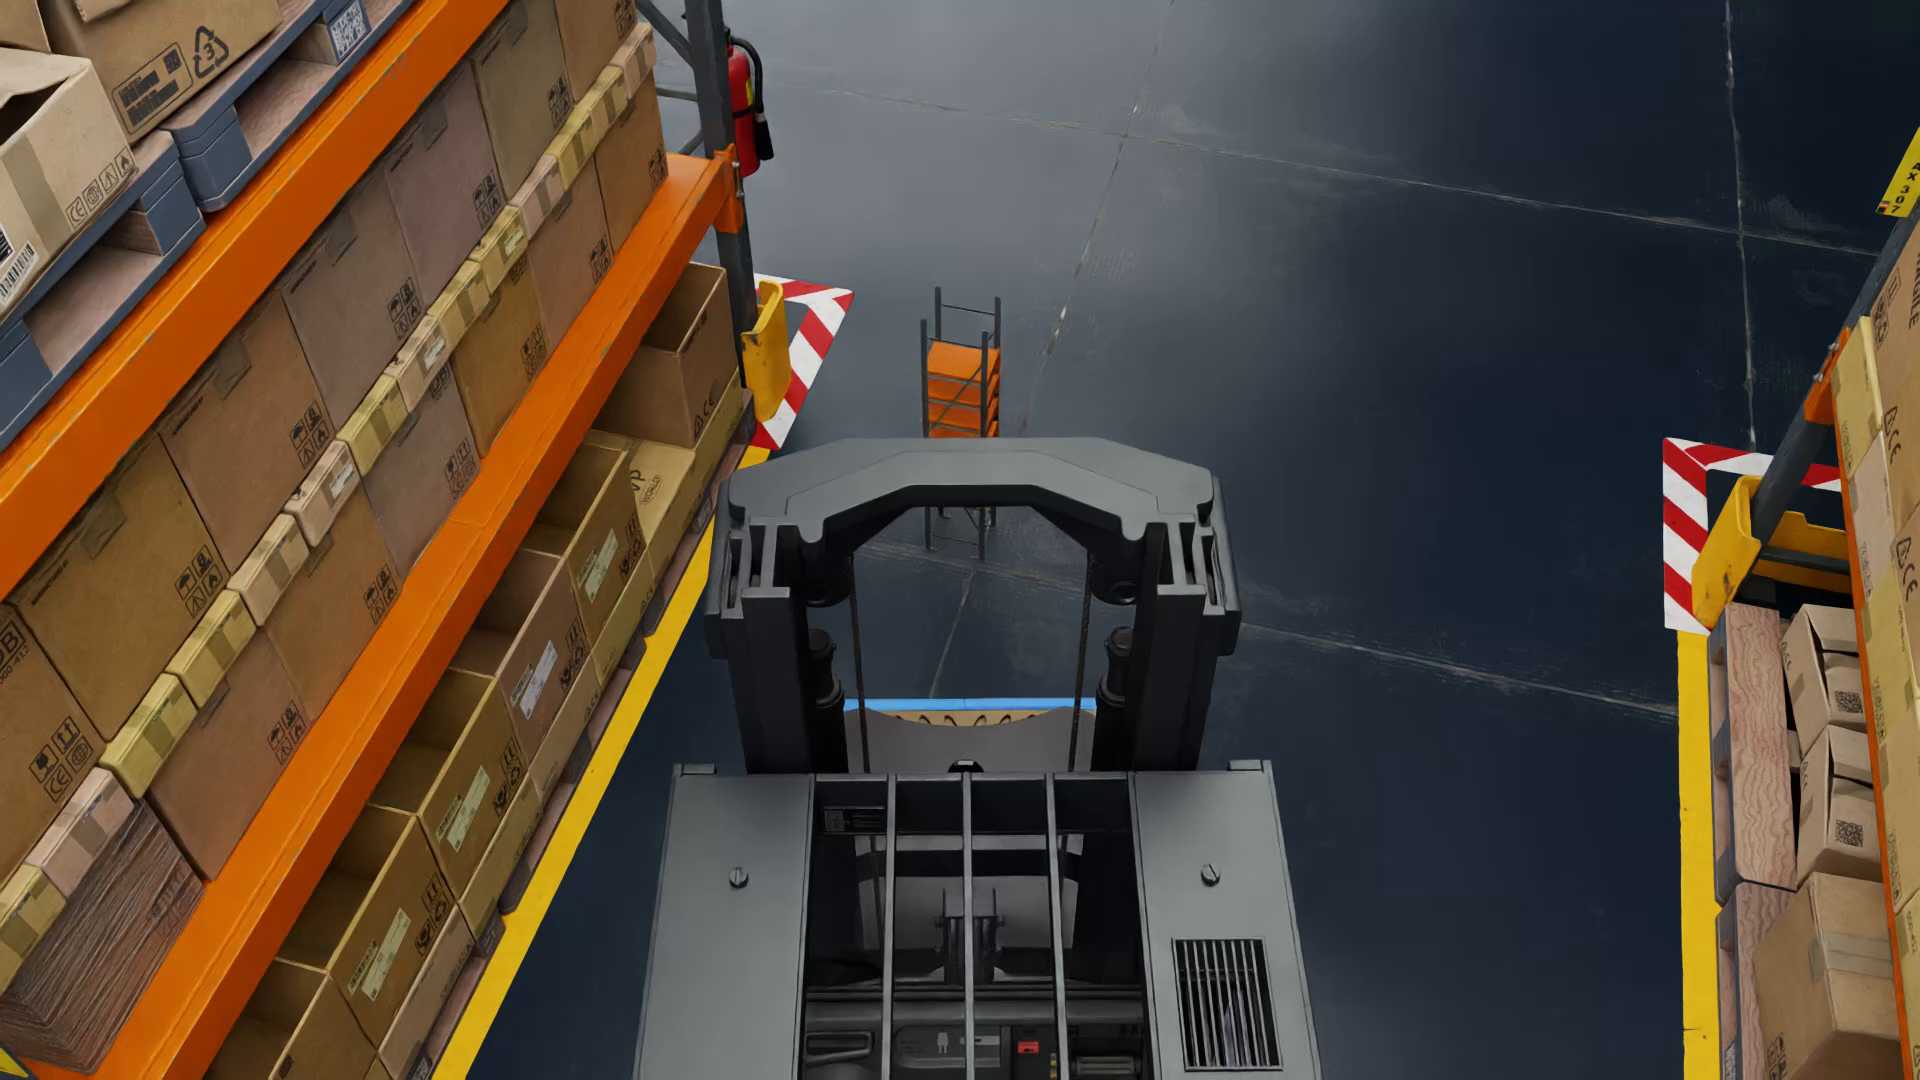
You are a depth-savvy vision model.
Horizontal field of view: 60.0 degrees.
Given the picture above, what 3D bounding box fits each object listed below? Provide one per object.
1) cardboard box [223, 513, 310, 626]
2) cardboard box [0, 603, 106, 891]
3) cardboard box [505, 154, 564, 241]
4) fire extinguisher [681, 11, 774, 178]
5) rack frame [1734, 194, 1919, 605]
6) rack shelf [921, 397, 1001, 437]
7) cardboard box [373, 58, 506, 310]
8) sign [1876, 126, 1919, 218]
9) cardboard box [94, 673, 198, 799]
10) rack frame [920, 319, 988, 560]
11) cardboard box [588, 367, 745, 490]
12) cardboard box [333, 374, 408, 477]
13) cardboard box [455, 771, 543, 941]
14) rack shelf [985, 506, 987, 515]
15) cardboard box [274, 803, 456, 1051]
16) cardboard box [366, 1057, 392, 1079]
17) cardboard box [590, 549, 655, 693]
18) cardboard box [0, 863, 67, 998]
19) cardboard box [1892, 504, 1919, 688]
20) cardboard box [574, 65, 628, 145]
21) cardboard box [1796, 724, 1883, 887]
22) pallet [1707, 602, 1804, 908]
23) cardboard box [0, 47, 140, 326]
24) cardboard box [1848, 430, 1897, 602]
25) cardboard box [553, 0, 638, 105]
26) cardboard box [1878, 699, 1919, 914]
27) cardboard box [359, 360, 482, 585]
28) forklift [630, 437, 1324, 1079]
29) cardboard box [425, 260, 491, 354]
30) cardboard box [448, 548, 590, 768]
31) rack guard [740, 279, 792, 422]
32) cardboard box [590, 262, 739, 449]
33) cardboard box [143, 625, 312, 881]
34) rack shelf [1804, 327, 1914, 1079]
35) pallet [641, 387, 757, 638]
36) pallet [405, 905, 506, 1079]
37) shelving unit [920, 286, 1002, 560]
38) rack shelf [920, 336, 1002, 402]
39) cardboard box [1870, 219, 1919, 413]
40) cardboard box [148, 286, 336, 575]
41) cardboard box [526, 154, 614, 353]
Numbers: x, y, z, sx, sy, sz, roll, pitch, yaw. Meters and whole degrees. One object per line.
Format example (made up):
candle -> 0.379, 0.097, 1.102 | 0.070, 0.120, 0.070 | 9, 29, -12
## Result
cardboard box -> -1.864, 0.044, 4.130 | 0.380, 0.149, 0.250 | 10, 49, 9
cardboard box -> -2.279, 0.402, 3.381 | 0.700, 0.500, 0.500 | 12, 50, 10
cardboard box -> -1.457, -1.084, 5.126 | 0.380, 0.149, 0.250 | 12, 50, 11
fire extinguisher -> -0.858, -1.675, 6.198 | 0.296, 0.674, 0.183 | 12, 50, 10
rack frame -> 3.443, -0.732, 5.314 | 1.000, 3.000, 0.127 | 12, 50, 10
rack shelf -> 0.004, -0.458, 6.172 | 0.258, 0.103, 0.180 | 12, 50, 10
cardboard box -> -1.751, -1.049, 4.662 | 0.700, 0.500, 0.500 | 12, 50, 10
sign -> 2.920, -1.125, 5.084 | 0.100, 0.325, 0.005 | 12, 50, 10
cardboard box -> -2.000, 0.414, 3.803 | 0.380, 0.149, 0.250 | 10, 49, 9
rack frame -> -0.020, -0.341, 6.170 | 0.240, 1.200, 0.006 | 12, 50, 10
cardboard box -> -1.193, -0.489, 6.654 | 0.500, 0.250, 0.500 | 12, 50, 10
cardboard box -> -1.728, -0.338, 4.467 | 0.380, 0.149, 0.250 | 11, 50, 10
cardboard box -> -1.702, 0.961, 5.374 | 0.500, 0.250, 0.500 | 12, 50, 10
rack shelf -> 0.004, -0.219, 6.441 | 0.258, 0.103, 0.180 | 12, 50, 10
cardboard box -> -1.842, 1.073, 4.775 | 0.500, 0.500, 0.500 | 12, 50, 10
cardboard box -> -1.975, 1.682, 4.737 | 0.500, 0.250, 0.500 | 12, 50, 10
cardboard box -> -1.443, 0.237, 6.013 | 0.500, 0.250, 0.500 | 12, 50, 10
cardboard box -> -2.132, 0.783, 3.478 | 0.380, 0.149, 0.250 | 11, 50, 10
cardboard box -> 2.746, 0.077, 4.187 | 0.500, 0.500, 0.500 | 10, 49, 9
cardboard box -> -1.321, -1.451, 5.449 | 0.380, 0.149, 0.250 | 13, 50, 11
cardboard box -> 3.024, 0.908, 5.367 | 0.500, 0.311, 0.500 | 15, 50, 13
pallet -> 3.175, 0.827, 5.798 | 1.003, 0.211, 1.213 | 12, 50, 10
cardboard box -> -1.861, -0.664, 2.940 | 0.500, 0.311, 0.500 | 9, 49, 8
cardboard box -> 2.885, -0.020, 4.772 | 0.500, 0.250, 0.500 | 10, 49, 9
cardboard box -> -1.486, -1.795, 5.321 | 0.700, 0.500, 0.500 | 12, 50, 10
cardboard box -> 2.610, 0.713, 4.126 | 0.500, 0.250, 0.500 | 12, 50, 10
cardboard box -> -1.877, -0.284, 4.852 | 0.700, 0.500, 0.500 | 13, 50, 11
forklift -> 0.025, 1.308, 3.559 | 1.130, 2.935, 3.031 | 0, 49, 0
cardboard box -> -1.593, -0.703, 4.790 | 0.380, 0.149, 0.250 | 13, 50, 11
cardboard box -> -1.573, 0.351, 5.413 | 0.500, 0.500, 0.500 | 12, 50, 10
rack guard -> -1.331, -0.897, 7.127 | 1.175, 0.500, 0.348 | 12, 50, 10
cardboard box -> -1.191, -0.737, 6.372 | 0.500, 0.500, 0.500 | 12, 50, 10
cardboard box -> -2.146, 0.449, 4.205 | 0.700, 0.500, 0.500 | 11, 50, 10
rack shelf -> 2.917, 0.953, 4.307 | 1.077, 0.370, 4.000 | 12, 50, 10
pallet -> -1.498, -0.222, 6.724 | 1.003, 0.211, 1.213 | 12, 50, 10
pallet -> -2.140, 1.543, 5.167 | 1.003, 0.211, 1.213 | 12, 50, 10
shelving unit -> 0.004, -0.408, 6.228 | 0.258, 1.200, 0.189 | 12, 50, 10
rack shelf -> 0.004, -0.616, 5.992 | 0.258, 0.103, 0.180 | 12, 50, 10
cardboard box -> 3.027, -0.651, 4.829 | 0.500, 0.500, 0.500 | 12, 50, 10
cardboard box -> -2.015, -0.326, 4.024 | 0.700, 0.500, 0.500 | 12, 50, 10
cardboard box -> -1.606, -1.024, 5.505 | 0.700, 0.500, 0.500 | 13, 50, 11
